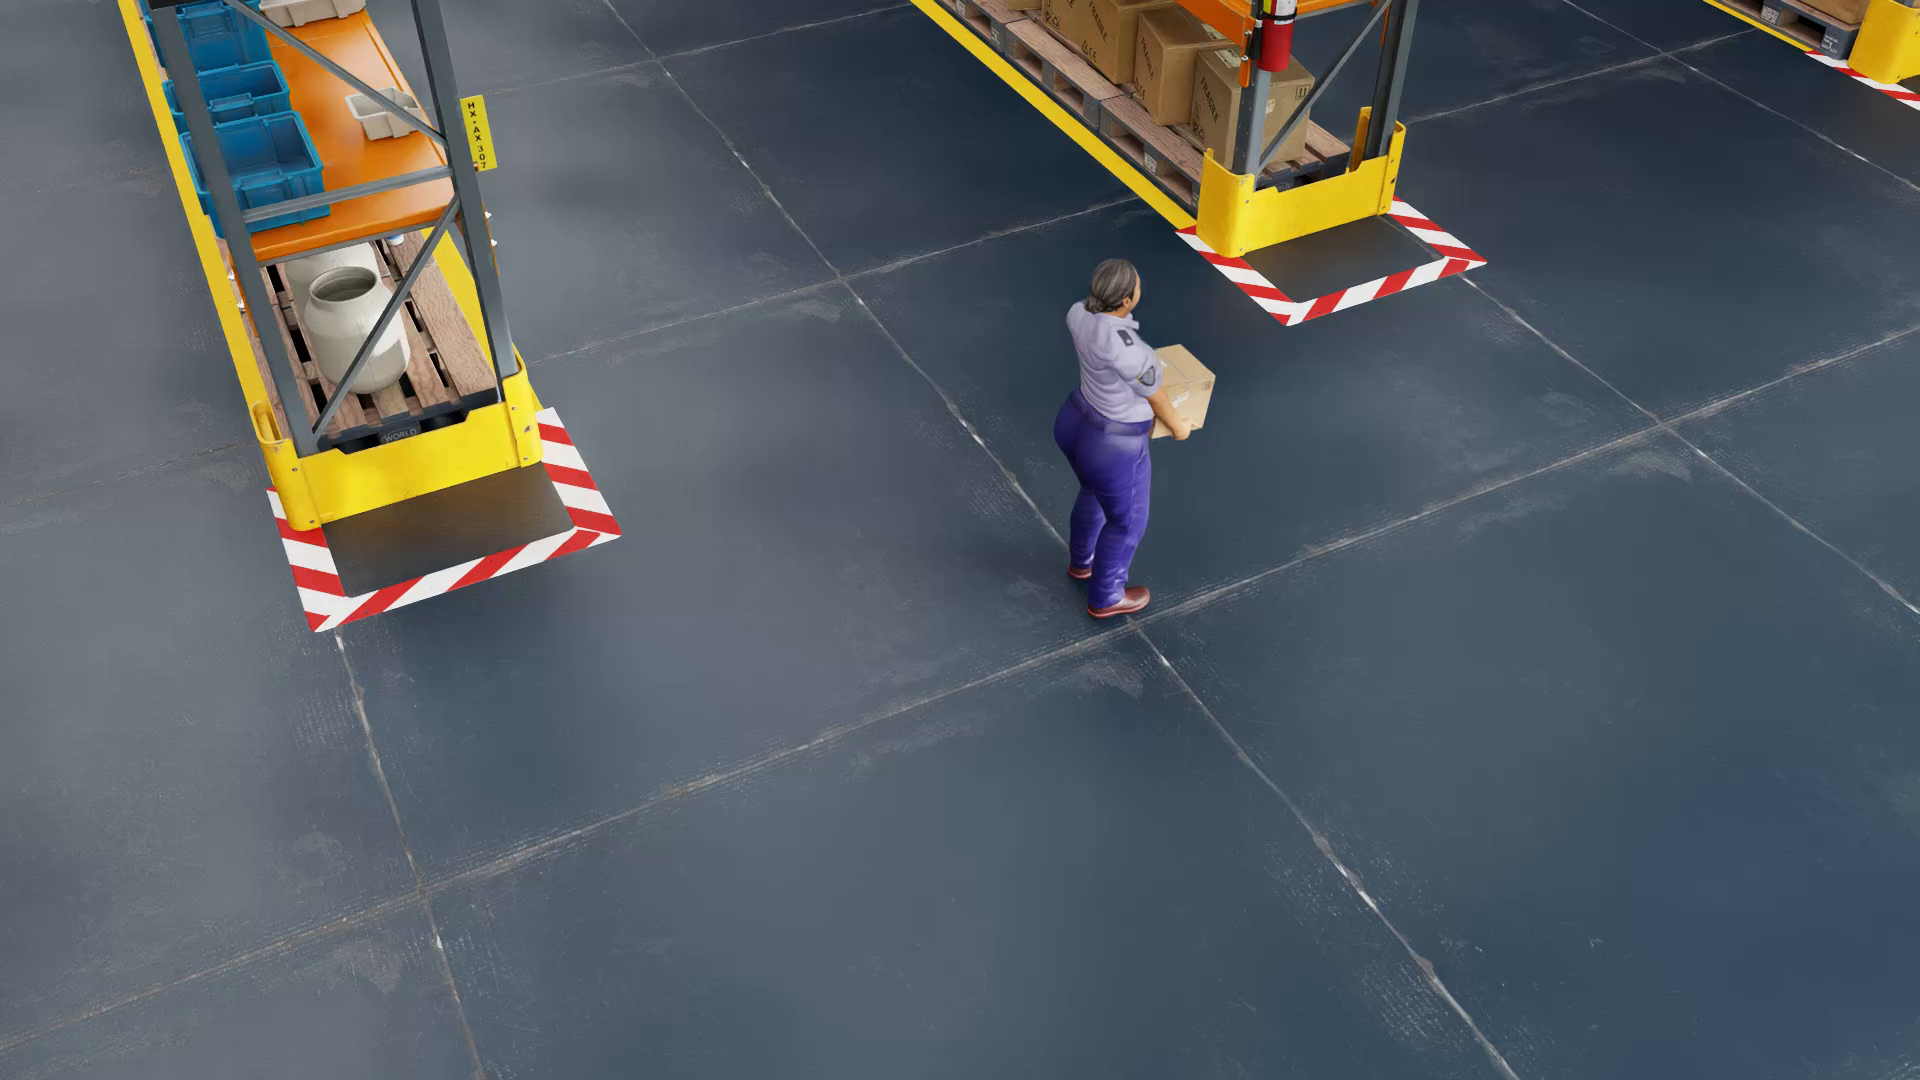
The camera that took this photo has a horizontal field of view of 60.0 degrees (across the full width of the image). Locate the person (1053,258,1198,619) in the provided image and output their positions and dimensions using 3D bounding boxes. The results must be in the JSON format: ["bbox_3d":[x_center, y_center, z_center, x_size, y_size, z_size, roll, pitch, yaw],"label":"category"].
[{"bbox_3d":[0.651,-0.431,6.665,0.524,1.647,0.435,-20,45,-21],"label":"person"}]
